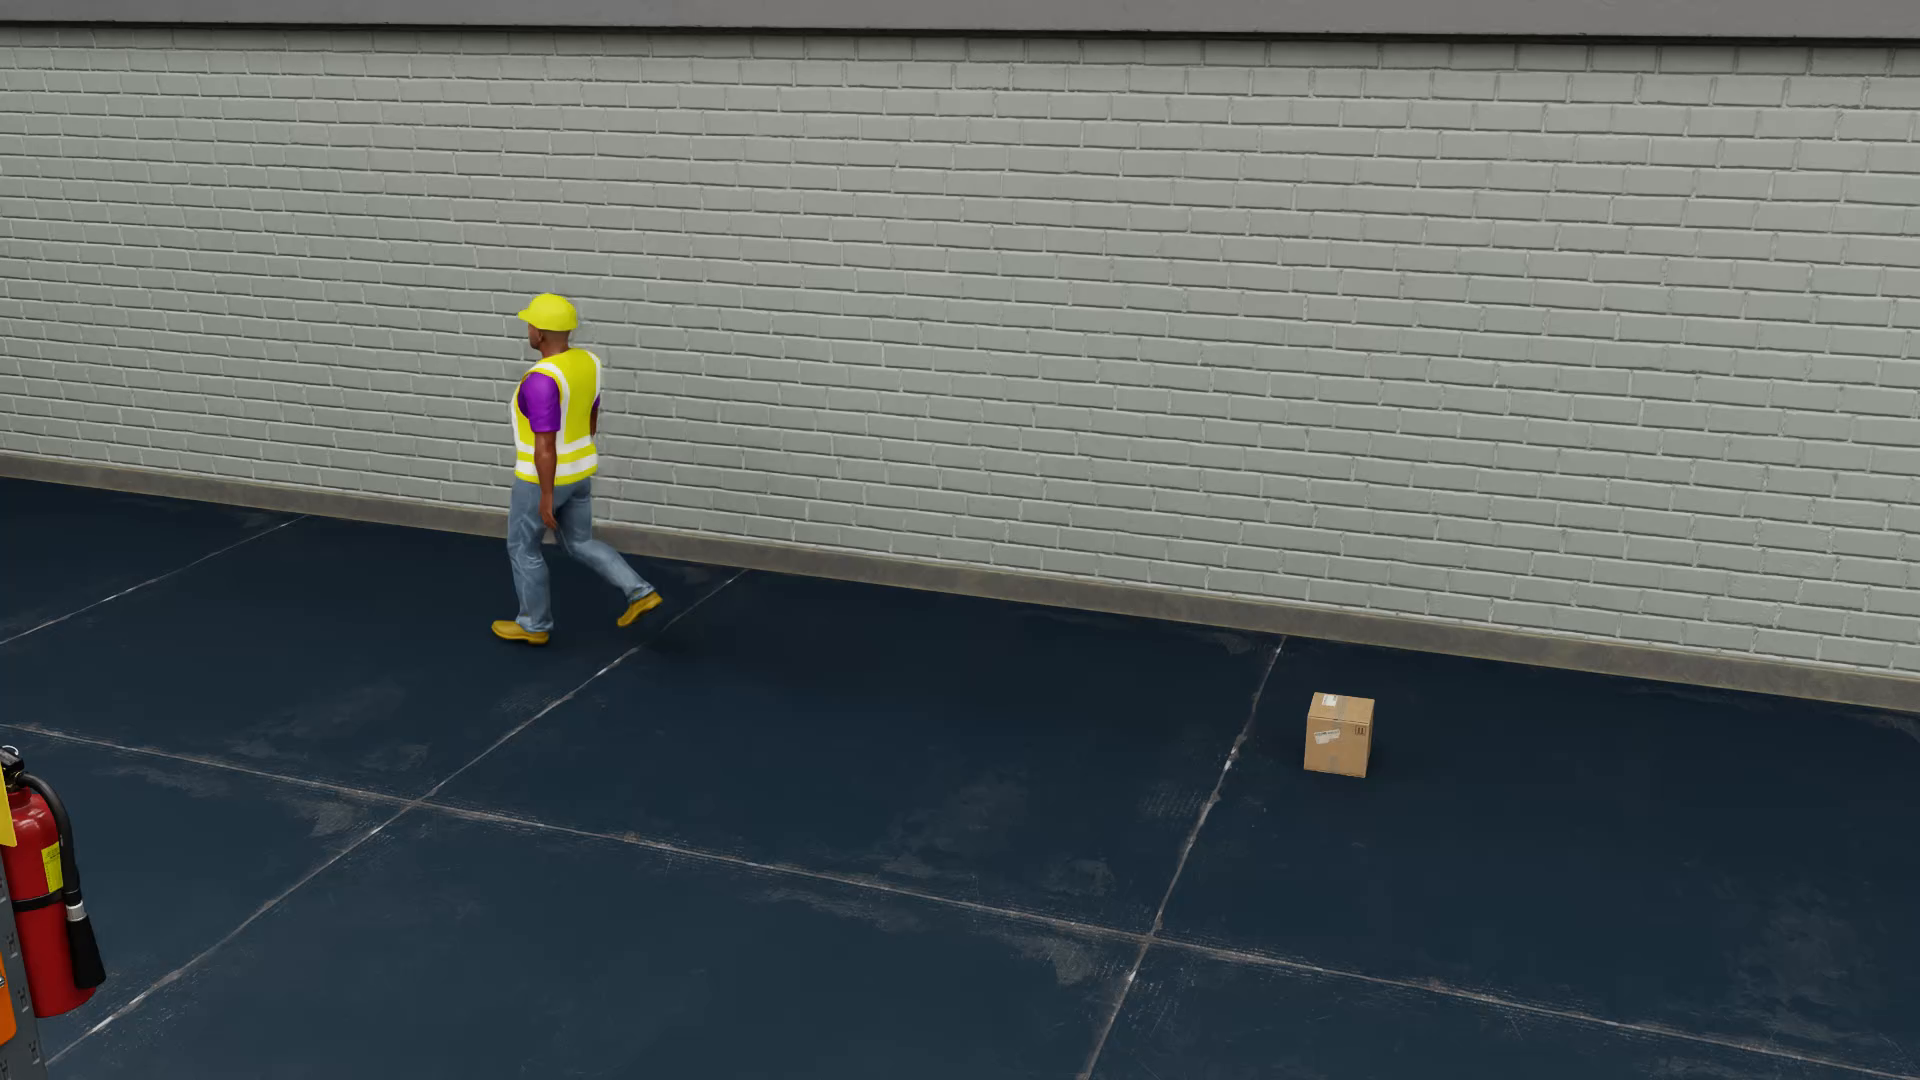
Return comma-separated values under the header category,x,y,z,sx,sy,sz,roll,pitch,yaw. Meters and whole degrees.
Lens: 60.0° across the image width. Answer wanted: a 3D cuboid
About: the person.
category,x,y,z,sx,sy,sz,roll,pitch,yaw
person,-1.892,-0.321,7.968,0.880,1.741,0.569,7,20,20
